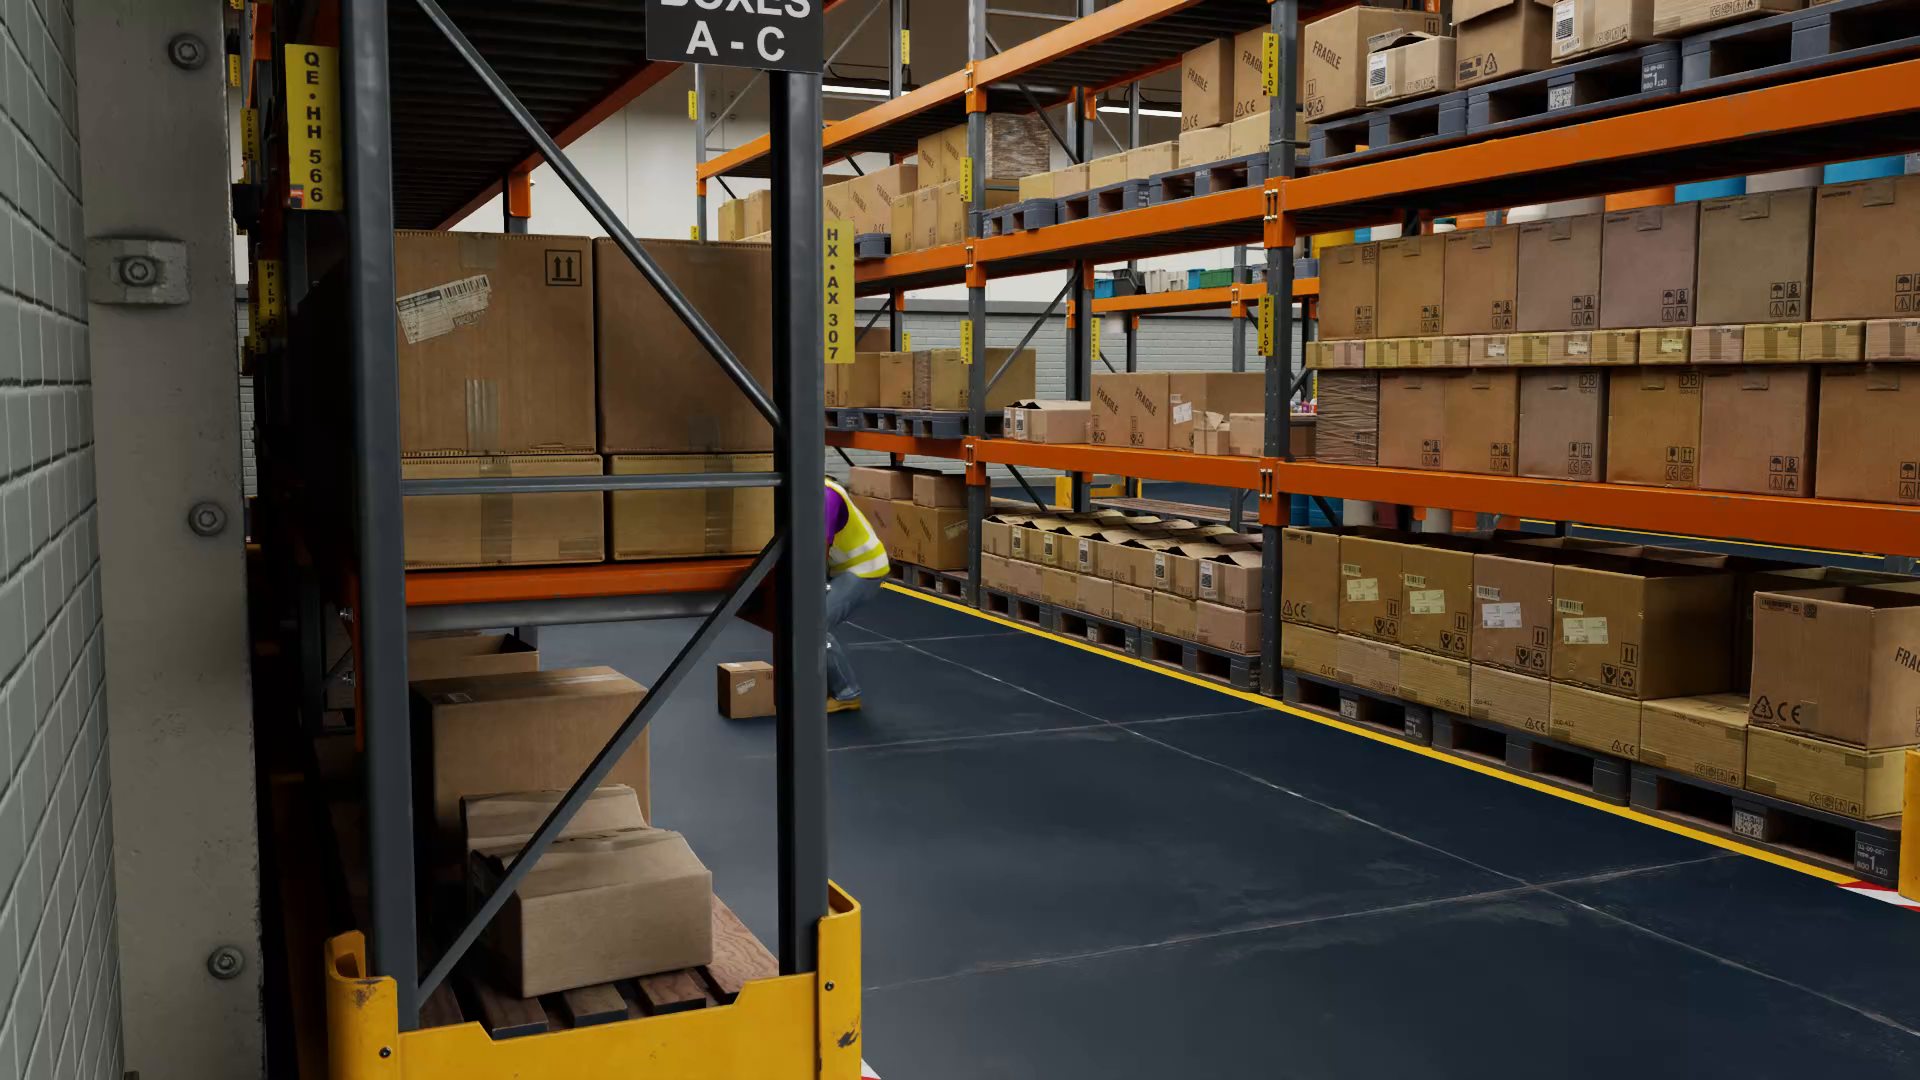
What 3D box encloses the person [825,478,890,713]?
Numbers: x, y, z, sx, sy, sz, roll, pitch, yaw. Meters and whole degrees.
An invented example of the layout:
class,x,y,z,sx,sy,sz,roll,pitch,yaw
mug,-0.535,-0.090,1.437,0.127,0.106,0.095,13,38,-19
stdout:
class,x,y,z,sx,sy,sz,roll,pitch,yaw
person,-0.748,0.203,8.803,0.763,1.403,0.631,-2,6,-22
